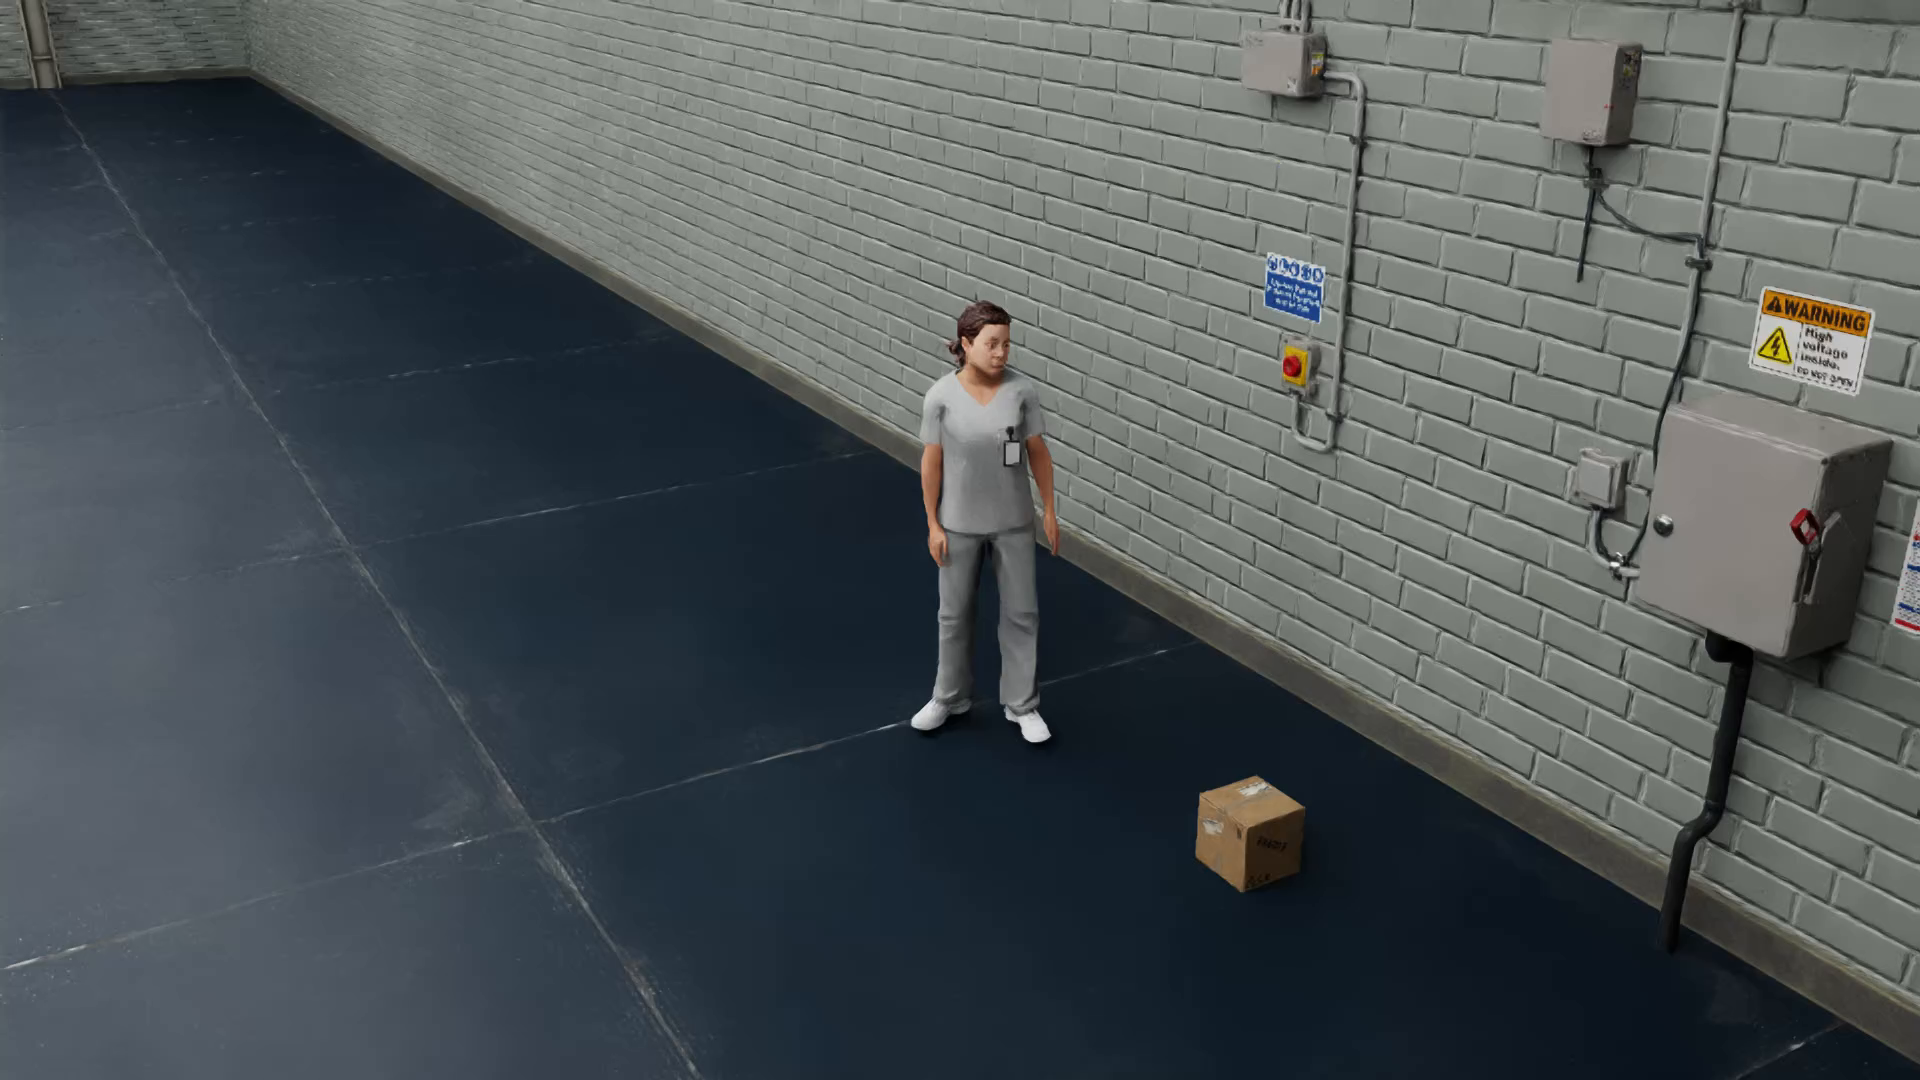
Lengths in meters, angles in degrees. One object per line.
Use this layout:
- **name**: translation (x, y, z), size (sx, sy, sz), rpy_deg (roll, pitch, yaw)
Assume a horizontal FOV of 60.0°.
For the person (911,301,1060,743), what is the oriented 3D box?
- **person**: translation (0.090, -0.056, 6.164), size (0.564, 1.676, 0.380), rpy_deg (-1, 22, -3)
